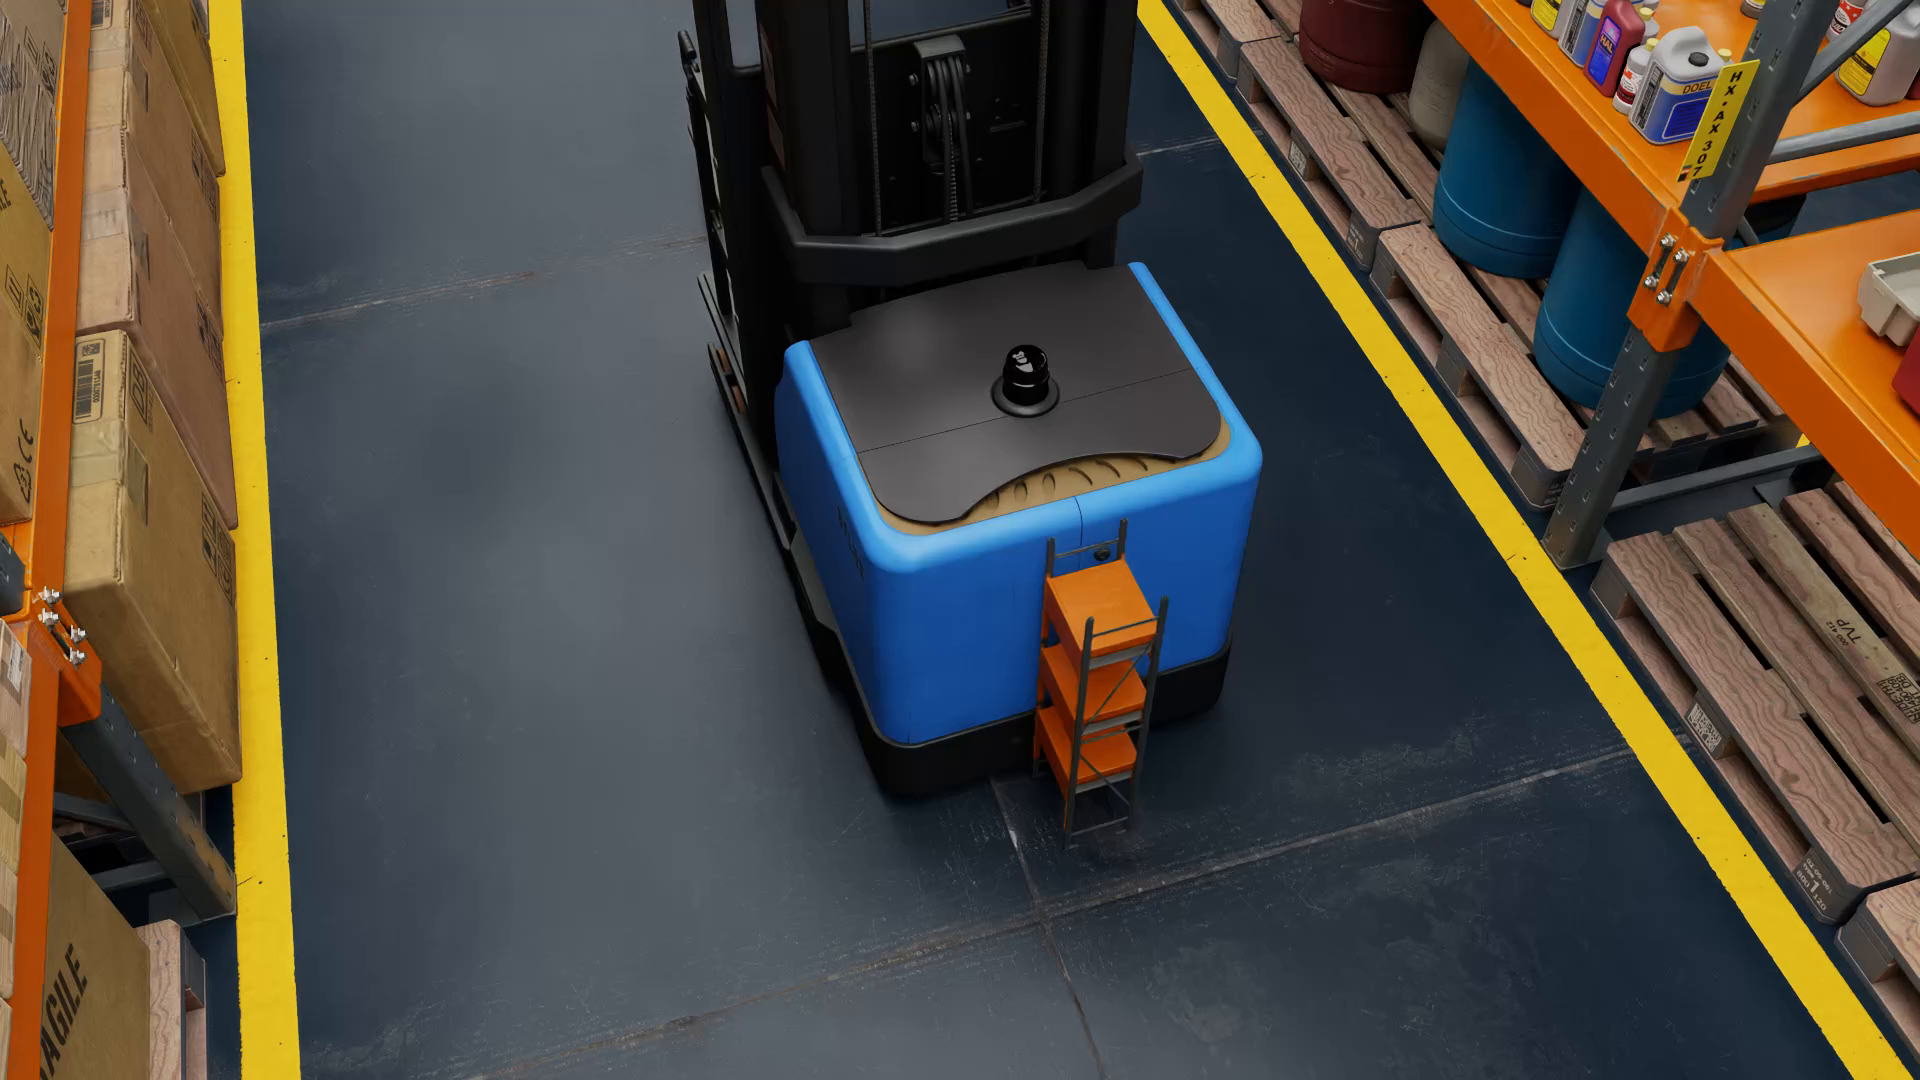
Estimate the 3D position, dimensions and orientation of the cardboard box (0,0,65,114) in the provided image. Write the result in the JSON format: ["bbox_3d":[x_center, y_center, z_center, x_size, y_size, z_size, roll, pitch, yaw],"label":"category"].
[{"bbox_3d":[-2.763,-1.436,4.434,0.500,0.500,0.500,-12,51,-10],"label":"cardboard box"}]

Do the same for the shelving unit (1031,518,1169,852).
[{"bbox_3d":[0.338,0.398,4.226,0.215,1.050,0.252,-15,52,-12],"label":"shelving unit"}]

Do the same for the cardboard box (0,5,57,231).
[{"bbox_3d":[-2.606,-1.060,4.116,0.500,0.500,0.500,-14,51,-12],"label":"cardboard box"}]

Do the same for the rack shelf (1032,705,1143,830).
[{"bbox_3d":[0.337,0.582,4.448,0.215,0.259,0.240,-15,52,-12],"label":"rack shelf"}]

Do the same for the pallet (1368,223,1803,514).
[{"bbox_3d":[2.132,-0.697,5.699,1.003,0.211,1.213,-13,51,-11],"label":"pallet"}]

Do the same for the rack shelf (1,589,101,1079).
[{"bbox_3d":[-1.820,1.790,2.250,1.077,0.370,4.000,-13,51,-11],"label":"rack shelf"}]

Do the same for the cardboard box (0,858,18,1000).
[{"bbox_3d":[-1.856,0.702,2.860,0.380,0.149,0.250,-14,51,-12],"label":"cardboard box"}]

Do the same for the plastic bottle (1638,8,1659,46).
[{"bbox_3d":[1.853,-1.363,4.567,0.097,0.201,0.097,0,50,0],"label":"plastic bottle"}]

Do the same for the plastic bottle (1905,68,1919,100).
[{"bbox_3d":[2.619,-1.349,4.502,0.061,0.283,0.133,-13,51,-11],"label":"plastic bottle"}]

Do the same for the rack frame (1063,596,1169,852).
[{"bbox_3d":[0.377,0.487,4.152,0.200,1.050,0.008,-15,52,-12],"label":"rack frame"}]

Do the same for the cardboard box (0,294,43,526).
[{"bbox_3d":[-2.308,-0.328,3.499,0.500,0.500,0.500,-13,51,-11],"label":"cardboard box"}]

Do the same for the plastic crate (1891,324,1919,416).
[{"bbox_3d":[2.345,-0.354,3.505,0.402,0.464,0.583,-13,51,-11],"label":"plastic crate"}]

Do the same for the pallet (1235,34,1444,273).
[{"bbox_3d":[1.767,-1.590,6.452,1.003,0.211,1.213,-13,51,-11],"label":"pallet"}]

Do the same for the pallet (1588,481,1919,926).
[{"bbox_3d":[2.575,0.404,4.771,1.003,0.211,1.213,-13,51,-11],"label":"pallet"}]

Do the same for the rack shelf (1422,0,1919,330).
[{"bbox_3d":[1.729,-2.252,5.657,1.077,0.370,4.000,-13,51,-11],"label":"rack shelf"}]

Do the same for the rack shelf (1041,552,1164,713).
[{"bbox_3d":[0.339,0.224,4.015,0.215,0.259,0.240,-15,52,-12],"label":"rack shelf"}]

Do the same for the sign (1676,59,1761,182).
[{"bbox_3d":[1.794,-0.989,3.941,0.100,0.325,0.005,-13,51,-11],"label":"sign"}]

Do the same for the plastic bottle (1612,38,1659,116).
[{"bbox_3d":[1.834,-1.252,4.473,0.097,0.201,0.097,0,50,0],"label":"plastic bottle"}]

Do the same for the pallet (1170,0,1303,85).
[{"bbox_3d":[1.410,-2.479,7.202,1.003,0.211,1.213,-13,51,-11],"label":"pallet"}]

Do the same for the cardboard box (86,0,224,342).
[{"bbox_3d":[-3.154,-1.113,5.342,1.225,0.875,0.875,-13,51,-11],"label":"cardboard box"}]

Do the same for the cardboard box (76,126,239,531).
[{"bbox_3d":[-2.885,-0.469,4.798,1.225,0.875,0.875,-15,51,-12],"label":"cardboard box"}]

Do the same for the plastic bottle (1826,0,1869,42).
[{"bbox_3d":[2.528,-1.501,4.683,0.097,0.201,0.097,0,50,0],"label":"plastic bottle"}]

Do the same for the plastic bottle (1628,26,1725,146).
[{"bbox_3d":[1.895,-1.198,4.379,0.152,0.276,0.135,-13,51,-11],"label":"plastic bottle"}]

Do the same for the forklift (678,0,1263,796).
[{"bbox_3d":[-0.209,-1.399,4.512,1.130,2.935,3.031,-15,52,-12],"label":"forklift"}]

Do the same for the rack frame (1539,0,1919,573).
[{"bbox_3d":[2.320,-1.023,4.150,1.000,3.000,0.127,-13,51,-11],"label":"rack frame"}]

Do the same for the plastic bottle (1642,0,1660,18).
[{"bbox_3d":[1.900,-1.482,4.667,0.097,0.201,0.097,0,50,0],"label":"plastic bottle"}]

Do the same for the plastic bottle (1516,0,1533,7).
[{"bbox_3d":[1.681,-1.739,4.787,0.144,0.351,0.185,-13,51,-11],"label":"plastic bottle"}]

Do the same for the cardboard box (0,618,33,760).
[{"bbox_3d":[-2.008,0.327,3.177,0.380,0.149,0.250,-13,51,-11],"label":"cardboard box"}]

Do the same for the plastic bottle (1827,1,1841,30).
[{"bbox_3d":[2.499,-1.594,4.716,0.097,0.271,0.097,0,50,0],"label":"plastic bottle"}]

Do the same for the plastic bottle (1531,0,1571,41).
[{"bbox_3d":[1.736,-1.604,4.673,0.144,0.351,0.185,-13,51,-11],"label":"plastic bottle"}]

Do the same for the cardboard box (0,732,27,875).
[{"bbox_3d":[-1.932,0.515,3.018,0.380,0.149,0.250,-12,51,-10],"label":"cardboard box"}]

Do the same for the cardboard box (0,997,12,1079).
[{"bbox_3d":[-1.780,0.890,2.702,0.380,0.149,0.250,-12,51,-10],"label":"cardboard box"}]

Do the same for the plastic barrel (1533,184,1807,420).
[{"bbox_3d":[2.176,-0.883,5.130,0.600,0.901,0.708,-13,51,-11],"label":"plastic barrel"}]

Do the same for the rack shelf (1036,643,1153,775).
[{"bbox_3d":[0.338,0.405,4.234,0.215,0.259,0.240,-15,52,-12],"label":"rack shelf"}]

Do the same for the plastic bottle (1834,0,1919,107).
[{"bbox_3d":[2.514,-1.367,4.473,0.144,0.351,0.185,-13,51,-11],"label":"plastic bottle"}]

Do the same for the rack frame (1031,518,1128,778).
[{"bbox_3d":[0.299,0.309,4.299,0.200,1.050,0.008,-15,52,-12],"label":"rack frame"}]

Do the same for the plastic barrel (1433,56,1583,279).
[{"bbox_3d":[1.966,-1.400,5.566,0.600,0.901,0.708,-13,51,-11],"label":"plastic barrel"}]

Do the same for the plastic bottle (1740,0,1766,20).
[{"bbox_3d":[2.325,-1.608,4.774,0.097,0.201,0.097,0,50,0],"label":"plastic bottle"}]

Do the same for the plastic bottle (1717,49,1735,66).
[{"bbox_3d":[2.008,-1.215,4.443,0.097,0.201,0.097,0,50,0],"label":"plastic bottle"}]

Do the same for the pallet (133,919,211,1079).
[{"bbox_3d":[-2.261,1.569,3.789,1.003,0.211,1.213,-13,51,-11],"label":"pallet"}]

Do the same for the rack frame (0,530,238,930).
[{"bbox_3d":[-2.411,0.097,3.206,1.000,3.000,0.127,-13,51,-11],"label":"rack frame"}]

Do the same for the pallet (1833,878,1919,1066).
[{"bbox_3d":[2.939,1.297,4.019,1.003,0.211,1.213,-13,51,-11],"label":"pallet"}]

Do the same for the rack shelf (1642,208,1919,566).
[{"bbox_3d":[2.912,0.670,3.194,1.077,0.370,4.000,-13,51,-11],"label":"rack shelf"}]

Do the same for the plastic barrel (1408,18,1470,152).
[{"bbox_3d":[1.885,-1.707,6.080,0.421,0.512,0.421,0,50,0],"label":"plastic barrel"}]

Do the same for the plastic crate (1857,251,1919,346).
[{"bbox_3d":[2.321,-0.585,3.914,0.396,0.136,0.243,-13,51,-11],"label":"plastic crate"}]

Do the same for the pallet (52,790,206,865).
[{"bbox_3d":[-2.711,0.449,4.733,1.003,0.211,1.213,-13,51,-11],"label":"pallet"}]

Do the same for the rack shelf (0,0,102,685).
[{"bbox_3d":[-3.003,-1.132,4.713,1.077,0.370,4.000,-13,51,-11],"label":"rack shelf"}]

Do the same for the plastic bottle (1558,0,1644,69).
[{"bbox_3d":[1.787,-1.464,4.604,0.152,0.276,0.135,-13,51,-11],"label":"plastic bottle"}]

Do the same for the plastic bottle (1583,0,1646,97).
[{"bbox_3d":[1.783,-1.359,4.510,0.061,0.283,0.133,-13,51,-11],"label":"plastic bottle"}]

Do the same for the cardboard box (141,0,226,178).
[{"bbox_3d":[-3.410,-1.766,5.892,1.225,0.875,0.875,-15,52,-13],"label":"cardboard box"}]

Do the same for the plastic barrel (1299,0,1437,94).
[{"bbox_3d":[1.632,-2.124,6.381,0.600,0.588,0.708,-13,51,-11],"label":"plastic barrel"}]

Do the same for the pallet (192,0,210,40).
[{"bbox_3d":[-3.824,-2.497,7.217,1.003,0.211,1.213,-13,51,-11],"label":"pallet"}]

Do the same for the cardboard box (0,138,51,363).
[{"bbox_3d":[-2.458,-0.695,3.808,0.500,0.500,0.500,-13,51,-11],"label":"cardboard box"}]

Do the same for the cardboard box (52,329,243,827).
[{"bbox_3d":[-2.620,0.184,4.248,1.225,0.875,0.875,-13,51,-11],"label":"cardboard box"}]

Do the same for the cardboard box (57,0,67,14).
[{"bbox_3d":[-2.913,-1.808,4.747,0.500,0.500,0.500,-15,51,-12],"label":"cardboard box"}]

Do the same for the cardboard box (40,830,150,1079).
[{"bbox_3d":[-2.292,1.147,3.436,0.875,0.875,0.875,-13,51,-11],"label":"cardboard box"}]
